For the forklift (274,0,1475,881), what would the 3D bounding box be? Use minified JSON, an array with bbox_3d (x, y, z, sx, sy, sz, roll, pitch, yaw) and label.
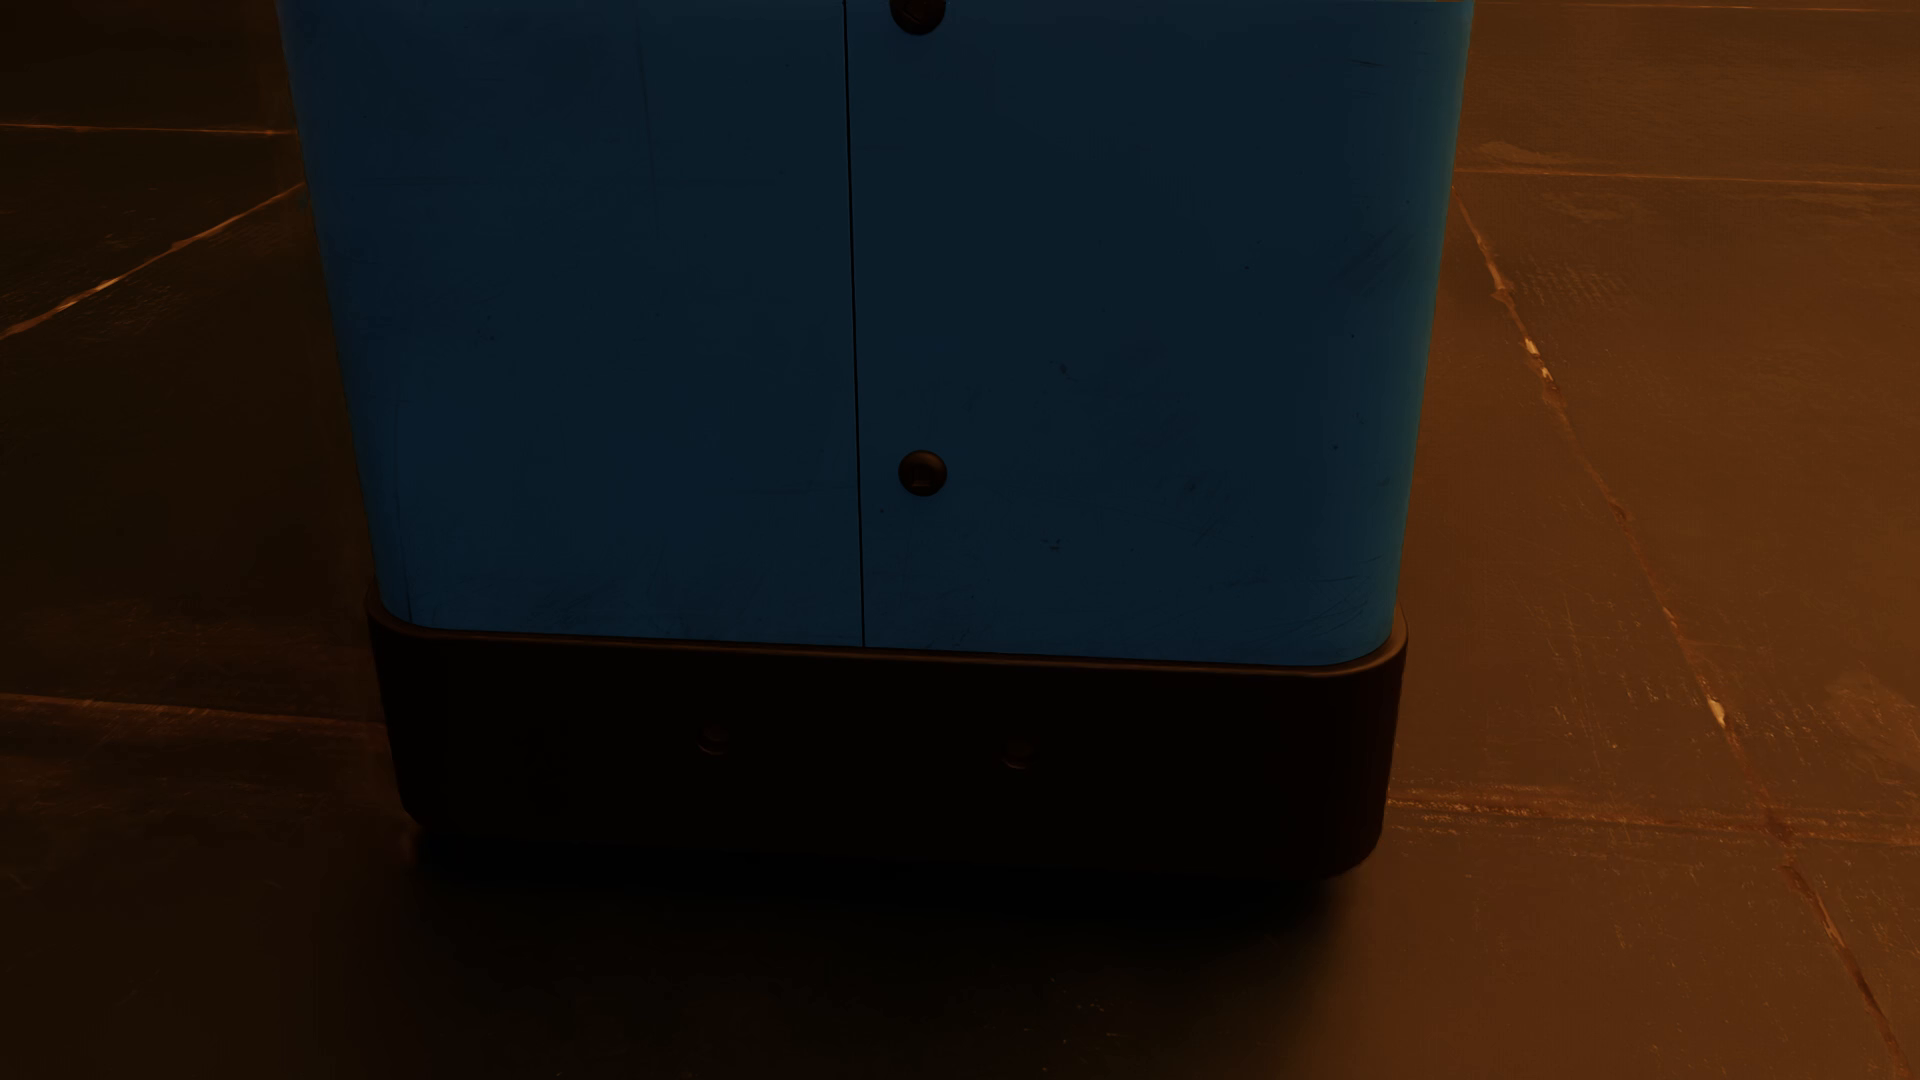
[{"bbox_3d":[0.036,-1.597,2.417,1.130,2.935,3.031,2,27,4],"label":"forklift"}]
